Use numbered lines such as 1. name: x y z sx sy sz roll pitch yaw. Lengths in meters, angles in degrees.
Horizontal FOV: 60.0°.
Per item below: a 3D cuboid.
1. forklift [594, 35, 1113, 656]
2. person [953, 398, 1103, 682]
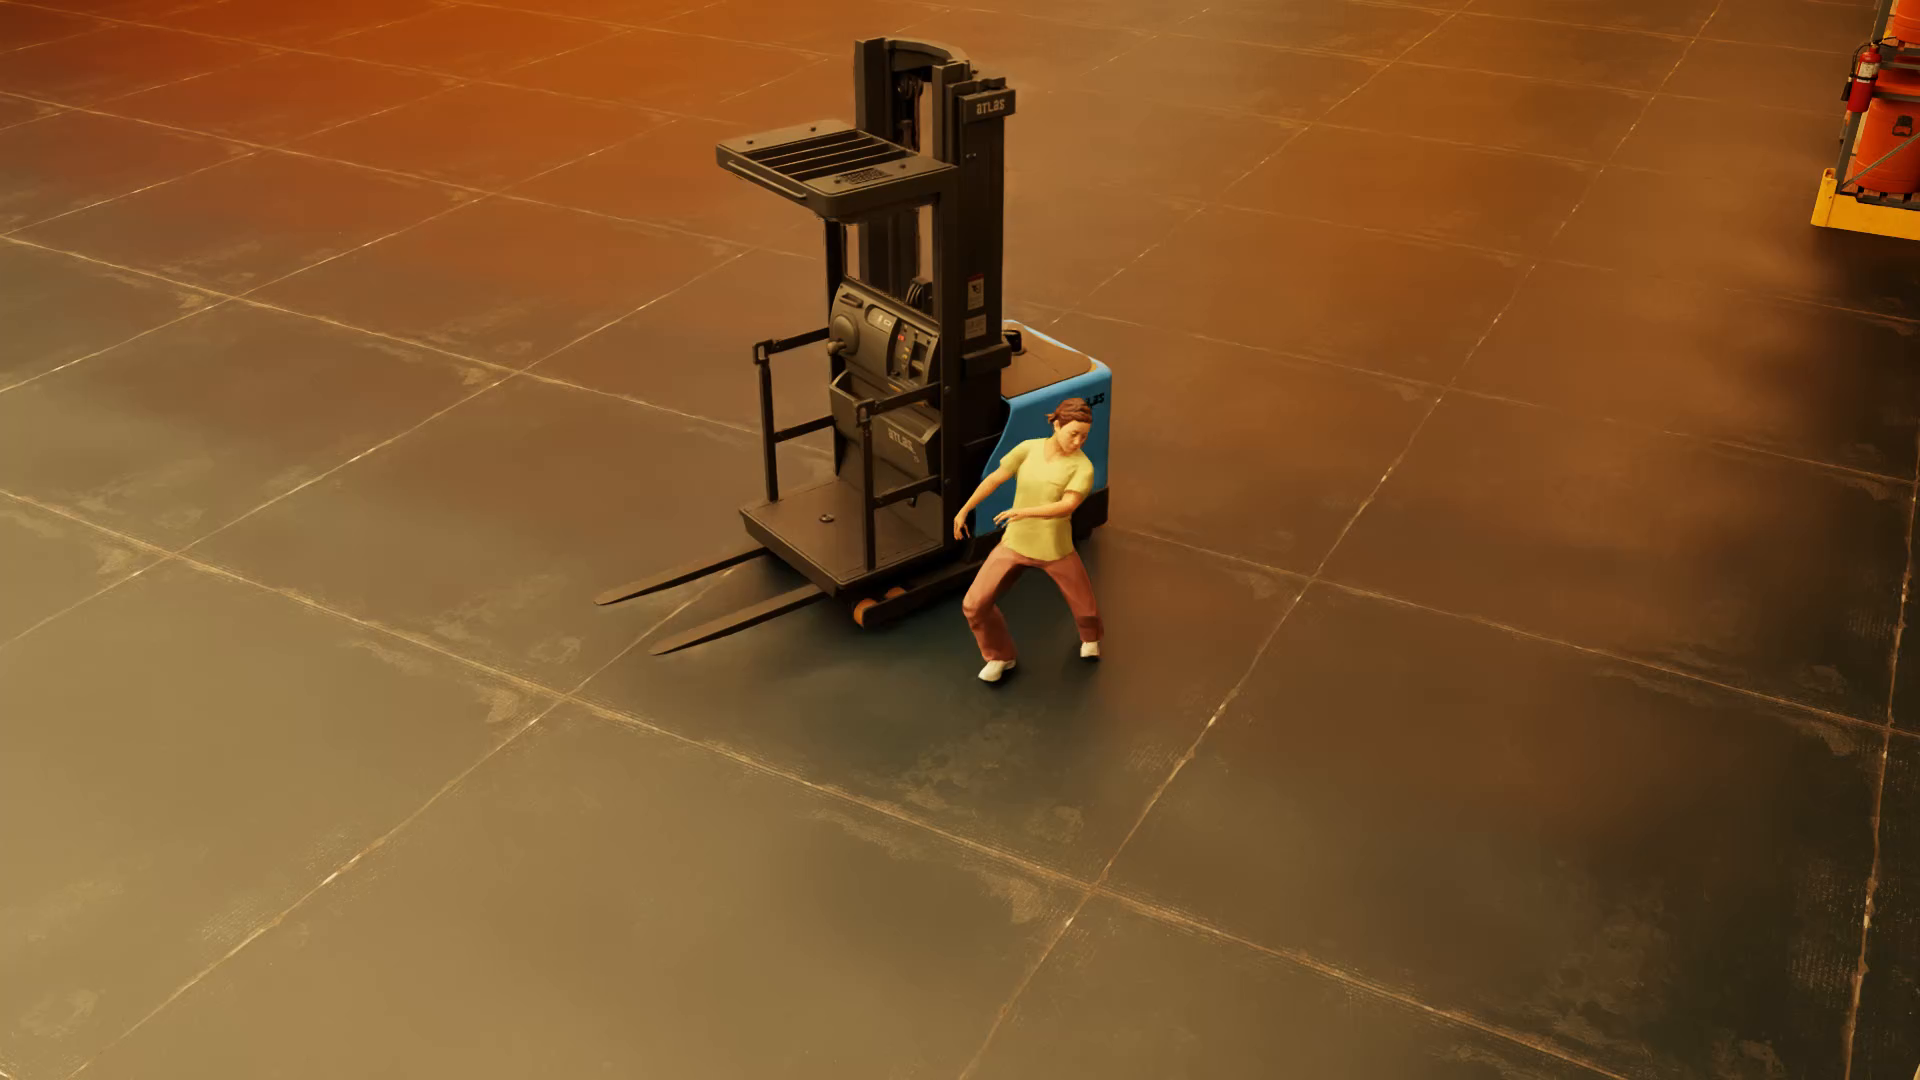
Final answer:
1. forklift: -0.580 -1.078 8.939 3.031 2.935 1.130 -21 36 -32
2. person: 0.338 0.023 8.420 0.778 1.519 0.817 8 31 14
